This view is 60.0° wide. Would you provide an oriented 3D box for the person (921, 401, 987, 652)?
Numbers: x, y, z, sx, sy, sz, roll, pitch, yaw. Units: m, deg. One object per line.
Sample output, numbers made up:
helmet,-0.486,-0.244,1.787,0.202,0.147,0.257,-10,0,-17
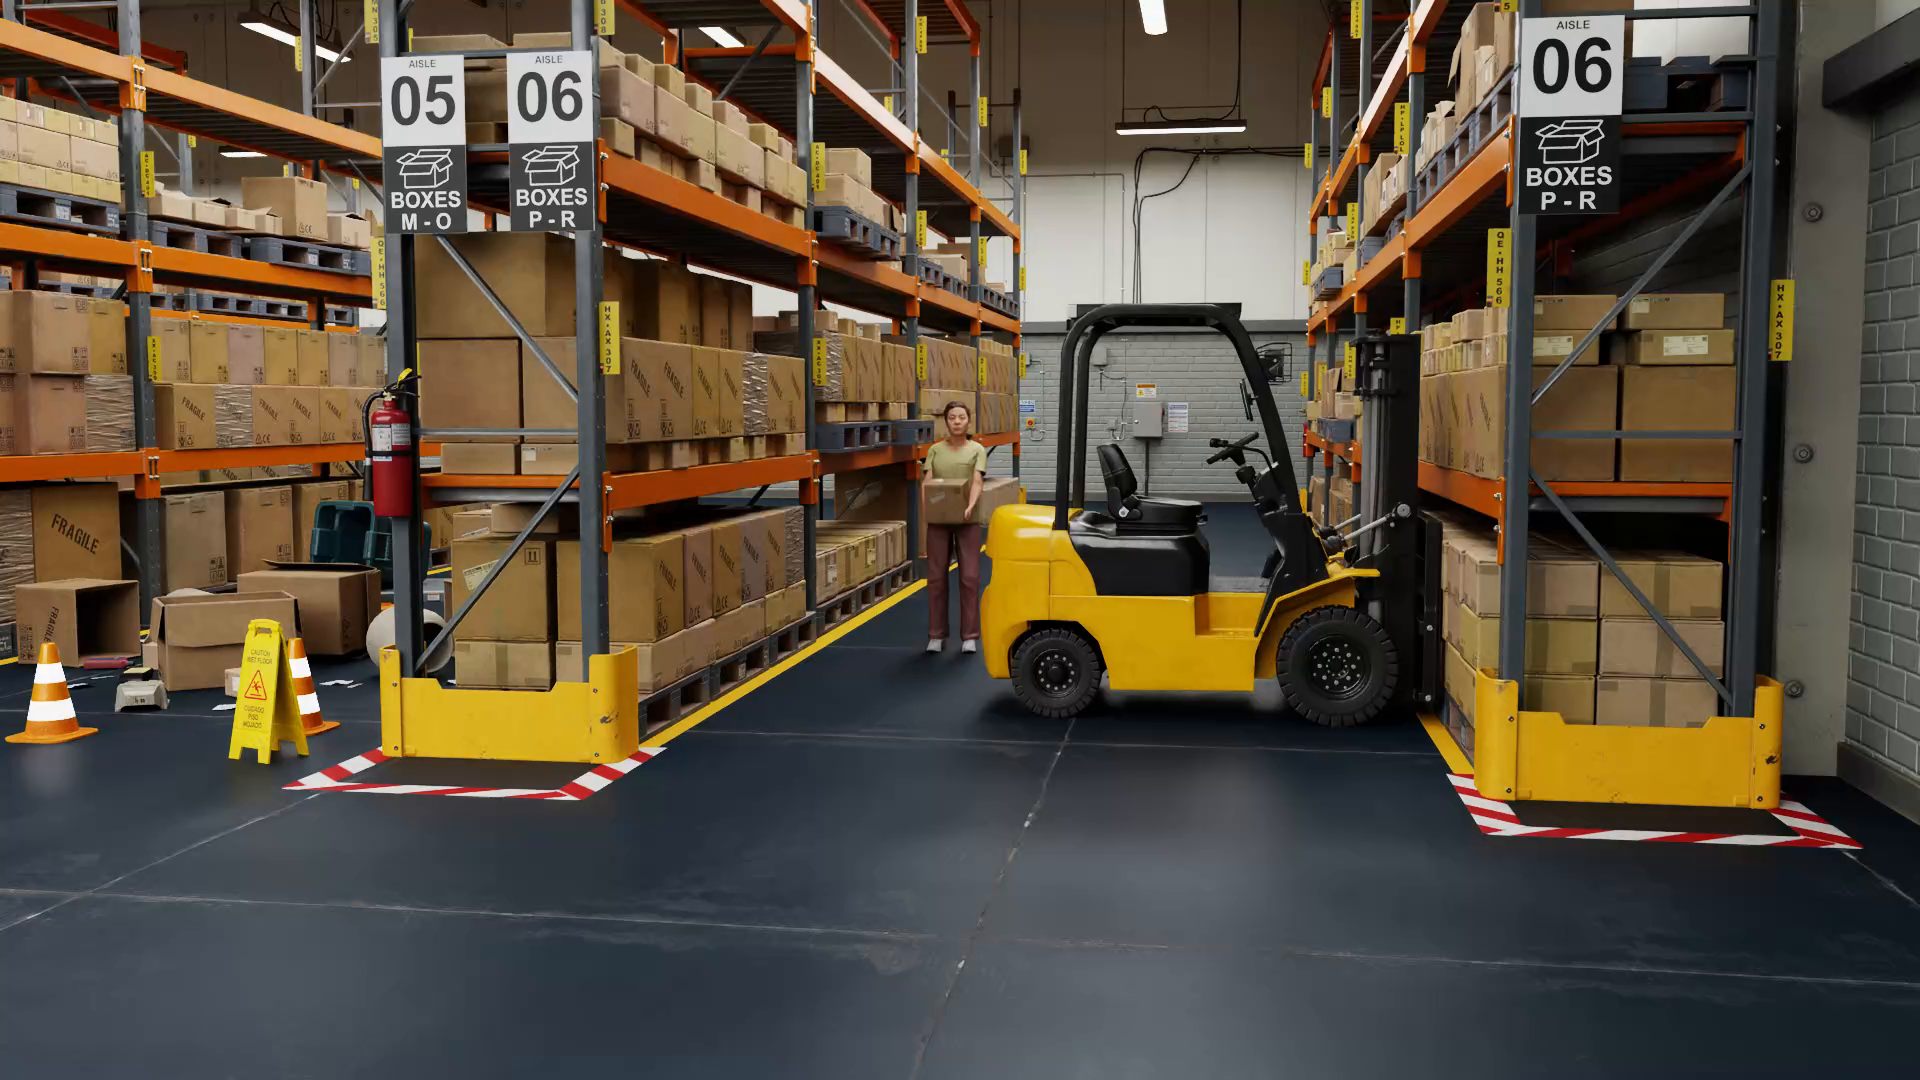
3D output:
person,-0.047,-0.086,11.022,0.425,1.664,0.551,1,5,10
